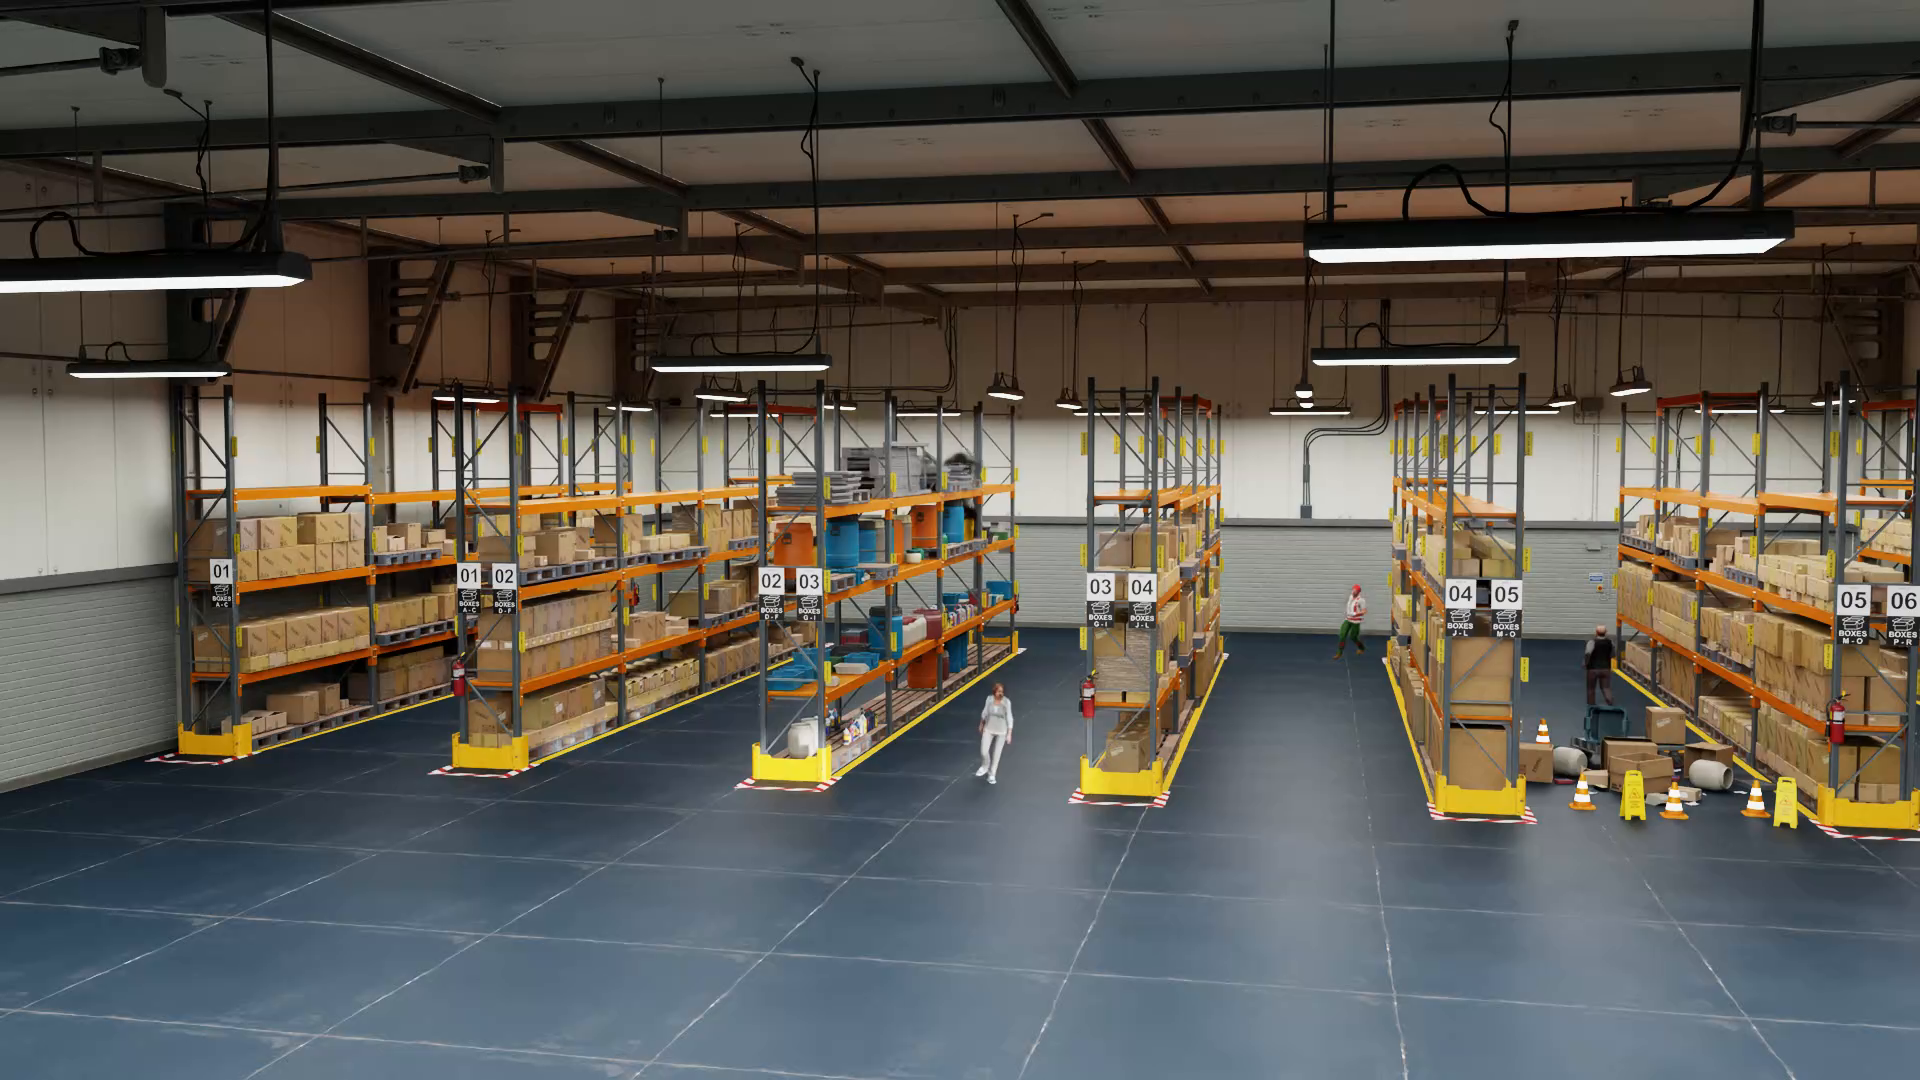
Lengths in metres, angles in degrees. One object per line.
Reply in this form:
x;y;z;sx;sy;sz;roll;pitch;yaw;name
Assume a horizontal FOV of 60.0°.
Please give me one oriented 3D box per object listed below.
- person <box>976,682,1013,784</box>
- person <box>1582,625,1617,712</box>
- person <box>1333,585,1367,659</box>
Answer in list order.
0.509;2.856;24.640;0.567;1.549;0.543;0;3;3;person
11.845;2.423;30.805;0.657;1.699;0.905;0;3;2;person
9.287;1.922;39.139;0.965;1.764;0.700;-2;4;-35;person
